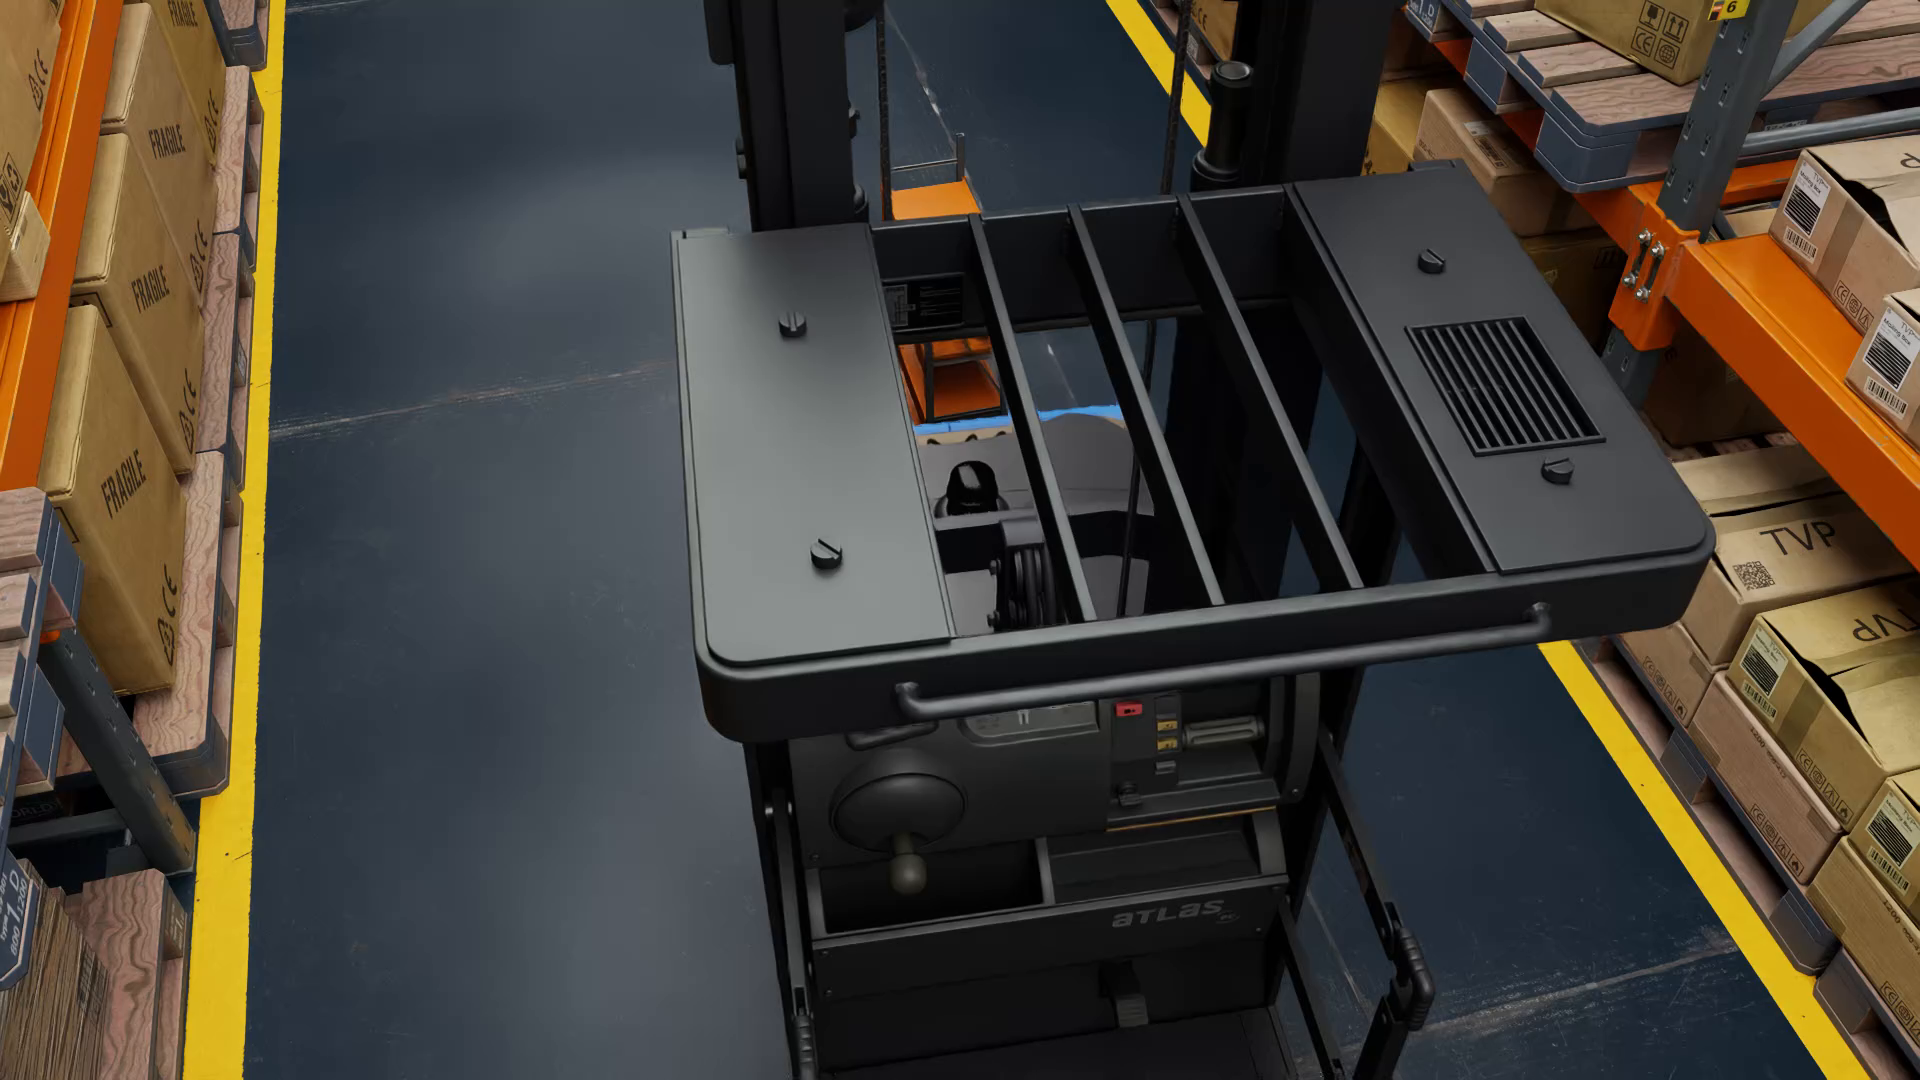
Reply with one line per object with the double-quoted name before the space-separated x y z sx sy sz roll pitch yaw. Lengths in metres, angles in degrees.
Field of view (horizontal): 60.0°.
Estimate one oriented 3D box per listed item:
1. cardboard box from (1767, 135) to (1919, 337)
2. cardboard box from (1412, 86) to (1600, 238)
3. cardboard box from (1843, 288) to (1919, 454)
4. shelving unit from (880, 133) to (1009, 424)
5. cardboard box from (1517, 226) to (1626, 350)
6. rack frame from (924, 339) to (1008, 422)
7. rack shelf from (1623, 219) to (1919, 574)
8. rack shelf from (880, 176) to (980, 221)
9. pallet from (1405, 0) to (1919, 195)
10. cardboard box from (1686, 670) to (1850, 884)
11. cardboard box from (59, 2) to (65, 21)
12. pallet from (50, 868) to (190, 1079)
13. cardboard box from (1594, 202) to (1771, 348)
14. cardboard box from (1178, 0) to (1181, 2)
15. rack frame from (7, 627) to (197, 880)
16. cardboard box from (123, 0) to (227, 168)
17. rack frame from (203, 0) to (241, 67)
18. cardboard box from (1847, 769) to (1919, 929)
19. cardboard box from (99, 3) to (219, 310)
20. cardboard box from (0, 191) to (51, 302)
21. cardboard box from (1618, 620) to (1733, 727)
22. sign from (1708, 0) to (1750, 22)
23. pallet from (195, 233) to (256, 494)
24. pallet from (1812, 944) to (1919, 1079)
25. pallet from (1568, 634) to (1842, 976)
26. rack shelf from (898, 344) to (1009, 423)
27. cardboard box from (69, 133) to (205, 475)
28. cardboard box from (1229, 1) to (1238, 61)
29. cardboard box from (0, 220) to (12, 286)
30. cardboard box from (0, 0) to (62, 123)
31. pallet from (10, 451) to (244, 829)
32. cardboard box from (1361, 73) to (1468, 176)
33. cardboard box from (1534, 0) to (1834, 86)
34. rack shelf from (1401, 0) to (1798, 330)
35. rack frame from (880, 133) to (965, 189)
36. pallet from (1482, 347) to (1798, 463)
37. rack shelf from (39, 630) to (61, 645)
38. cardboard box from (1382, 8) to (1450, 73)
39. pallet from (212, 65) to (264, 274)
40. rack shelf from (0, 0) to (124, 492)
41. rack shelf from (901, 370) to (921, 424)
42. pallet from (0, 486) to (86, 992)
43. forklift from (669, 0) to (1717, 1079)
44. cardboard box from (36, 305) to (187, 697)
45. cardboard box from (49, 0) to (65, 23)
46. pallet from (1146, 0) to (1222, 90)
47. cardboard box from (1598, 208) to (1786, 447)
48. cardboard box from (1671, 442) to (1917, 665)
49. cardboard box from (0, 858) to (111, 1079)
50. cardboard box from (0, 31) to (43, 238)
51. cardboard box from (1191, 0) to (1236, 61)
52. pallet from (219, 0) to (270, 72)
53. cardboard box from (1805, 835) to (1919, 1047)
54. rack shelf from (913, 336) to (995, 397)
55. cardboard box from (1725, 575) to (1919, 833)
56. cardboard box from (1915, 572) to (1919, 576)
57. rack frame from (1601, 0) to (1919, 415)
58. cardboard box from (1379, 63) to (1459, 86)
"cardboard box" 2.320 -0.739 3.937 0.500 0.311 0.500 -8 46 -8
"cardboard box" 1.784 -1.212 5.255 0.500 0.250 0.500 -9 46 -9
"cardboard box" 2.311 -0.345 3.551 0.500 0.311 0.500 -11 47 -11
"shelving unit" -0.042 -0.534 4.933 0.258 1.200 0.503 -11 47 -10
"cardboard box" 1.803 -0.911 5.485 0.500 0.500 0.500 -9 46 -9
"rack frame" 0.020 -0.366 4.768 0.240 1.200 0.015 -11 47 -10
"rack shelf" 2.781 0.603 3.062 1.077 0.370 4.000 -11 47 -10
"rack shelf" -0.042 -0.809 4.653 0.258 0.148 0.480 -11 47 -10
"pallet" 2.028 -1.418 4.673 1.213 0.211 1.003 -11 47 -10
"cardboard box" 2.249 0.548 4.244 0.500 0.250 0.500 -12 47 -11
"cardboard box" -2.843 -1.550 4.830 0.380 0.149 0.250 -9 46 -9
"pallet" -2.320 1.395 3.735 1.003 0.211 1.213 -11 47 -10
"cardboard box" 2.289 -1.036 5.607 0.500 0.500 0.500 -12 47 -12
"cardboard box" 1.133 -2.692 7.230 0.500 0.500 0.500 -13 47 -12
"rack frame" -2.519 -0.121 3.269 1.000 3.000 0.127 -11 47 -10
"cardboard box" -3.251 -1.852 6.176 0.750 0.750 0.750 -10 46 -10
"rack frame" -3.543 -2.883 5.975 1.000 3.000 0.127 -11 47 -10
"cardboard box" 2.390 0.719 3.684 0.500 0.311 0.500 -12 47 -11
"cardboard box" -3.020 -1.239 5.575 0.750 0.750 0.750 -9 46 -9
"cardboard box" -2.421 -0.684 3.982 0.380 0.149 0.250 -9 46 -9
"cardboard box" 2.119 0.201 4.584 0.500 0.250 0.500 -11 47 -10
"sign" 1.747 -1.301 3.670 0.100 0.325 0.005 -11 47 -10
"pallet" -2.956 -0.544 5.635 1.003 0.211 1.213 -11 47 -10
"pallet" 2.751 1.363 3.767 1.003 0.211 1.213 -11 47 -10
"pallet" 2.442 0.522 4.591 1.003 0.211 1.213 -11 47 -10
"rack shelf" -0.042 -0.487 4.982 0.258 0.148 0.480 -11 47 -10
"cardboard box" -2.798 -0.653 5.001 0.750 0.750 0.750 -11 47 -11
"cardboard box" 1.401 -1.979 6.531 0.500 0.500 0.500 -10 46 -10
"cardboard box" -2.396 -0.649 3.494 0.500 0.500 0.500 -9 46 -9
"cardboard box" -2.647 -1.356 4.186 0.500 0.500 0.500 -11 47 -10
"pallet" -2.648 0.297 4.811 1.003 0.211 1.213 -11 47 -10
"cardboard box" 1.670 -1.269 5.835 0.500 0.500 0.500 -12 47 -12
"cardboard box" 1.999 -1.626 4.379 0.700 0.500 0.500 -26 51 -23
"rack shelf" 1.757 -2.159 5.769 1.077 0.370 4.000 -11 47 -10
"rack frame" -0.105 -0.703 5.099 0.240 1.200 0.015 -11 47 -10
"pallet" 2.114 -0.576 5.667 1.003 0.211 1.213 -11 47 -10
"rack shelf" -2.007 1.511 2.172 1.077 0.370 4.000 -11 47 -10
"cardboard box" 1.518 -1.918 5.946 0.500 0.250 0.500 -12 47 -11
"pallet" -3.272 -1.388 6.462 1.003 0.211 1.213 -11 47 -10
"rack shelf" -3.031 -1.250 4.879 1.077 0.370 4.000 -11 47 -10
"rack shelf" -0.042 -0.348 5.123 0.258 0.148 0.480 -11 47 -10
"pallet" -2.233 0.418 2.874 1.213 0.211 1.003 -11 47 -10
"forklift" 0.205 0.472 2.736 1.130 2.935 3.031 -7 46 -6
"cardboard box" -2.580 -0.047 4.407 0.750 0.750 0.750 -11 47 -11
"cardboard box" -2.788 -1.714 4.537 0.500 0.500 0.500 -10 46 -9
"pallet" 1.490 -2.260 7.318 1.003 0.211 1.213 -11 47 -10
"cardboard box" 2.429 -0.675 5.254 0.500 0.500 0.500 -9 46 -9
"cardboard box" 2.119 0.005 4.384 0.500 0.311 0.500 -9 46 -9
"cardboard box" -2.284 1.087 3.526 0.700 0.500 0.500 -10 46 -10
"cardboard box" -2.521 -1.013 3.850 0.500 0.500 0.500 -9 46 -9
"cardboard box" 1.281 -2.325 6.871 0.500 0.500 0.500 -10 46 -10
"pallet" -3.662 -2.446 7.499 1.003 0.211 1.213 -11 47 -10
"cardboard box" 2.388 0.906 3.893 0.500 0.250 0.500 -12 47 -11
"rack shelf" -0.042 -0.644 4.822 0.258 0.148 0.480 -11 47 -10
"cardboard box" 2.262 0.366 4.030 0.500 0.311 0.500 -12 47 -11
"cardboard box" 2.641 -0.094 4.480 0.500 0.311 0.500 -10 46 -9
"rack frame" 2.269 -1.030 4.159 1.000 3.000 0.127 -11 47 -10
"cardboard box" 1.530 -1.630 6.189 0.500 0.500 0.500 -12 47 -12
